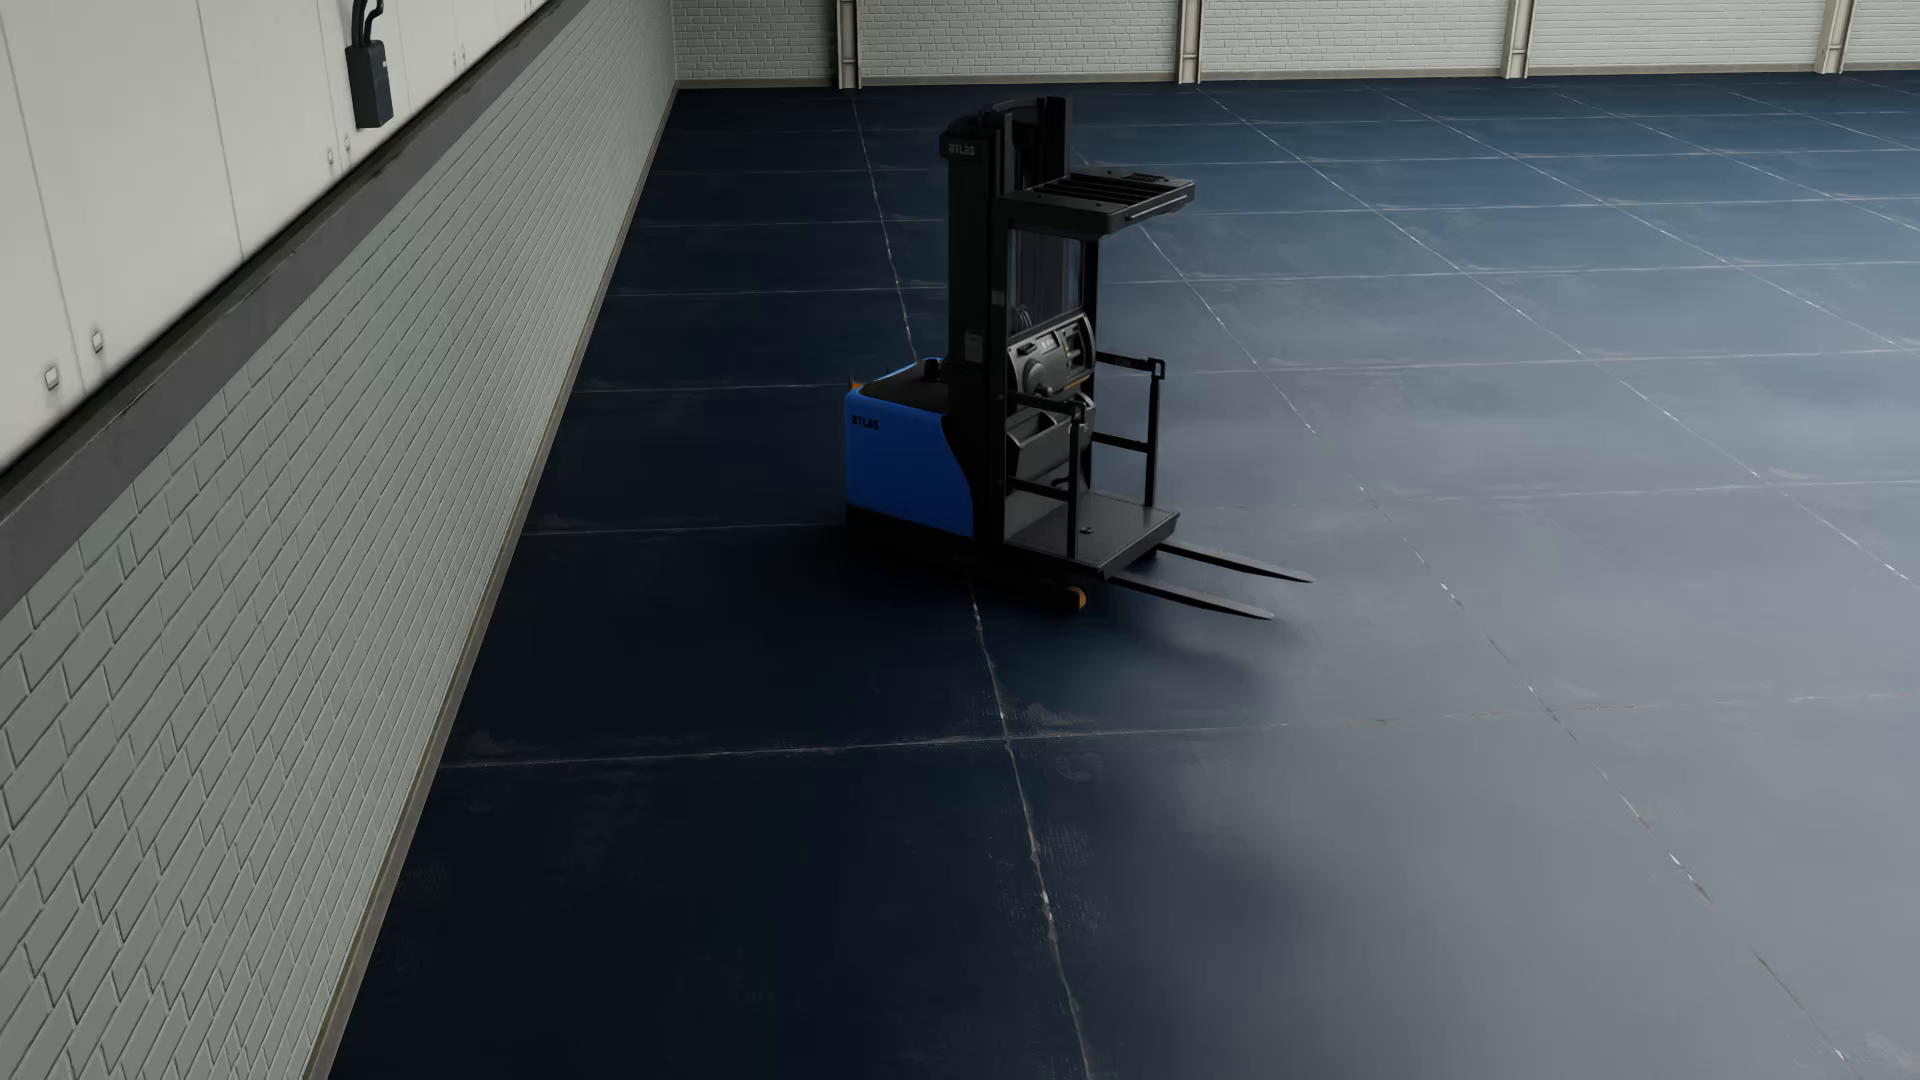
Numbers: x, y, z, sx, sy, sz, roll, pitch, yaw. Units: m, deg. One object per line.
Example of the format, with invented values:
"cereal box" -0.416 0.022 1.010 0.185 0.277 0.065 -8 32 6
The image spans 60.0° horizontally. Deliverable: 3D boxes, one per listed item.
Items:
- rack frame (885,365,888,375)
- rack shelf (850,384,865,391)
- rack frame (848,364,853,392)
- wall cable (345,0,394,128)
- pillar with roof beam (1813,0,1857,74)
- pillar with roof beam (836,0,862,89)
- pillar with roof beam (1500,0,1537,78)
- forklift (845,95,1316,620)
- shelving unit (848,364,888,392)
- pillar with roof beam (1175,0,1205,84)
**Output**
"rack frame" -0.500 -0.679 11.485 0.008 1.050 0.200 1 24 2
"rack shelf" -0.622 -0.931 11.379 0.240 0.259 0.215 1 24 2
"rack frame" -0.744 -0.683 11.494 0.008 1.050 0.200 1 24 2
"wall cable" -2.808 -5.096 7.449 0.169 6.003 2.305 -2 24 -5
"pillar with roof beam" 16.411 -10.998 24.915 0.400 9.000 9.100 -2 24 -5
"pillar with roof beam" -1.502 -10.280 23.298 0.400 9.000 9.100 -2 24 -5
"pillar with roof beam" 10.440 -10.759 24.376 0.400 9.000 9.100 -2 24 -5
"forklift" 0.741 -1.134 10.192 3.031 2.935 1.130 16 28 31
"shelving unit" -0.622 -0.681 11.490 0.252 1.050 0.215 1 24 2
"pillar with roof beam" 4.469 -10.519 23.837 0.400 9.000 9.100 -2 24 -5
